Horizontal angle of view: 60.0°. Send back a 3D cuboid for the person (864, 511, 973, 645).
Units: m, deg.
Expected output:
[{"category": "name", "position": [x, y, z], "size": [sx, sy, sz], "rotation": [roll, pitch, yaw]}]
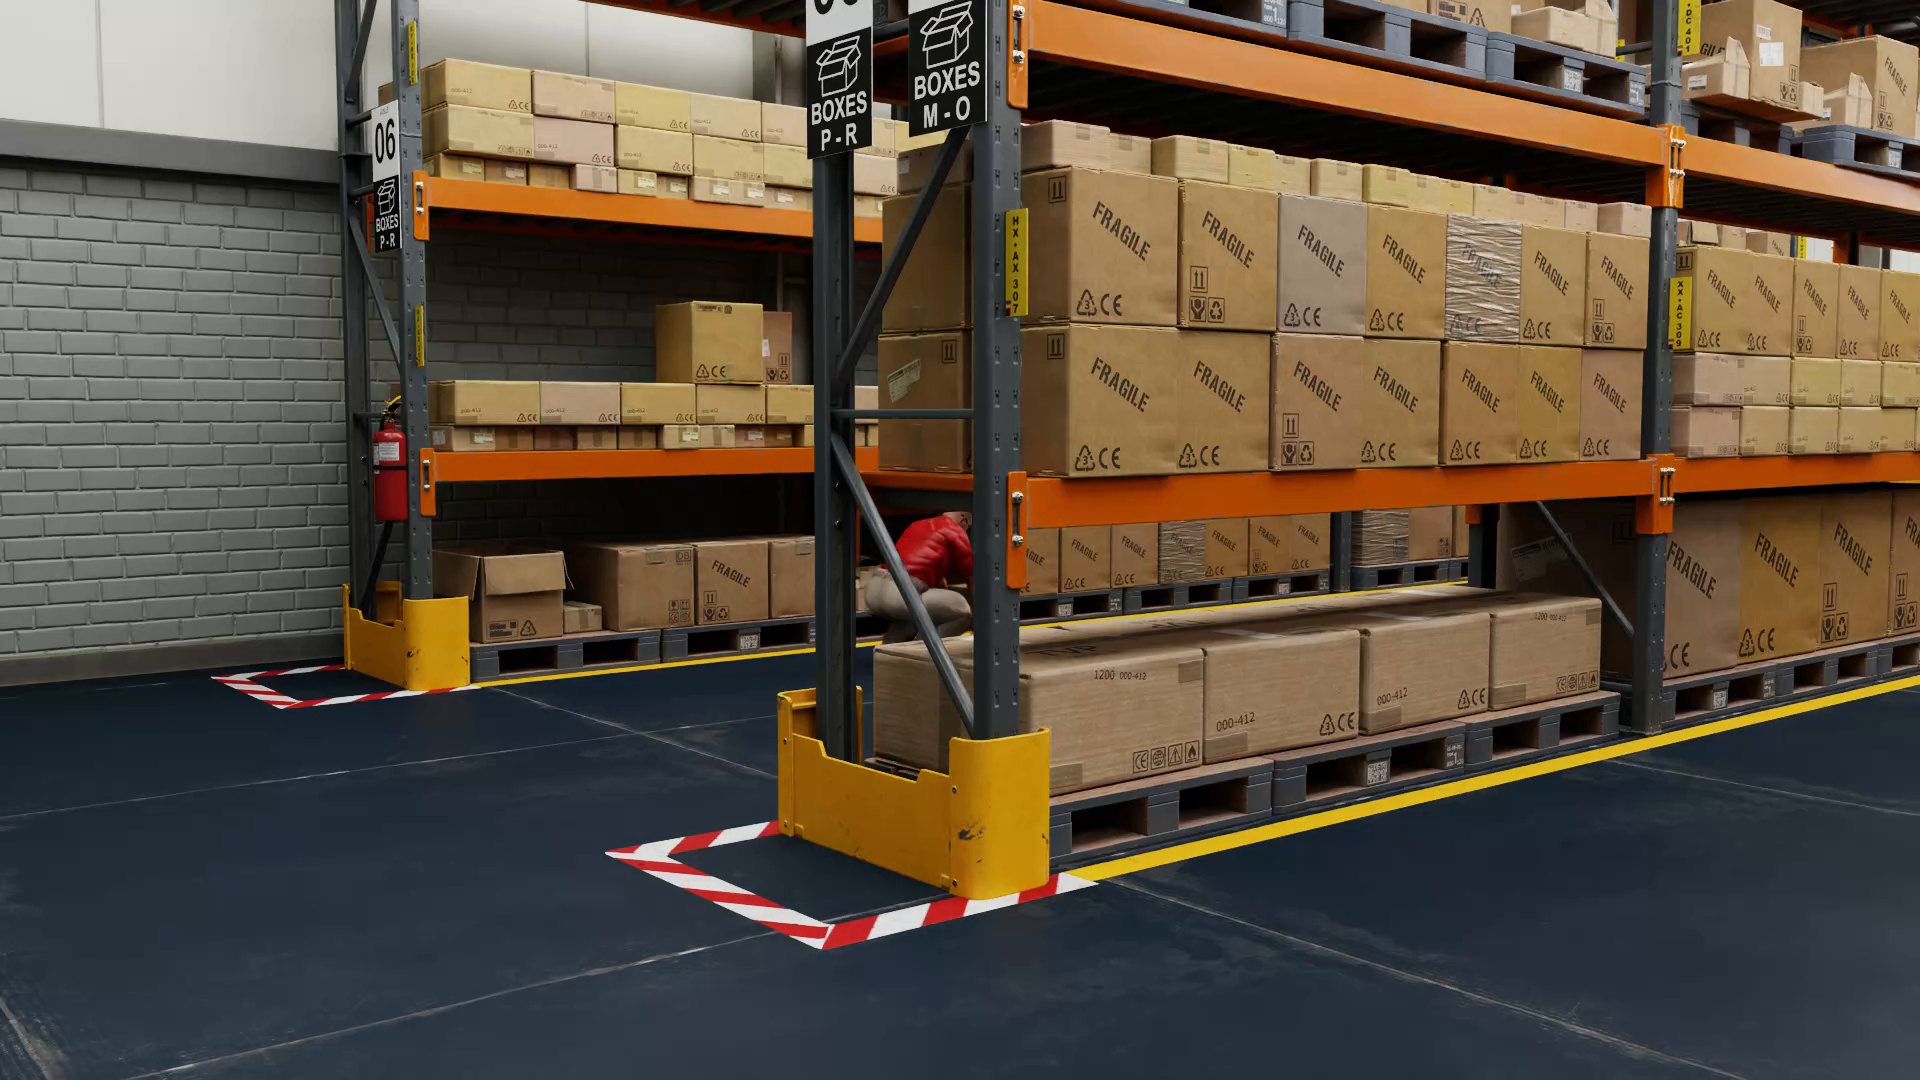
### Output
[{"category": "person", "position": [-0.174, 0.267, 10.126], "size": [0.886, 0.987, 0.540], "rotation": [-4, 6, -40]}]
